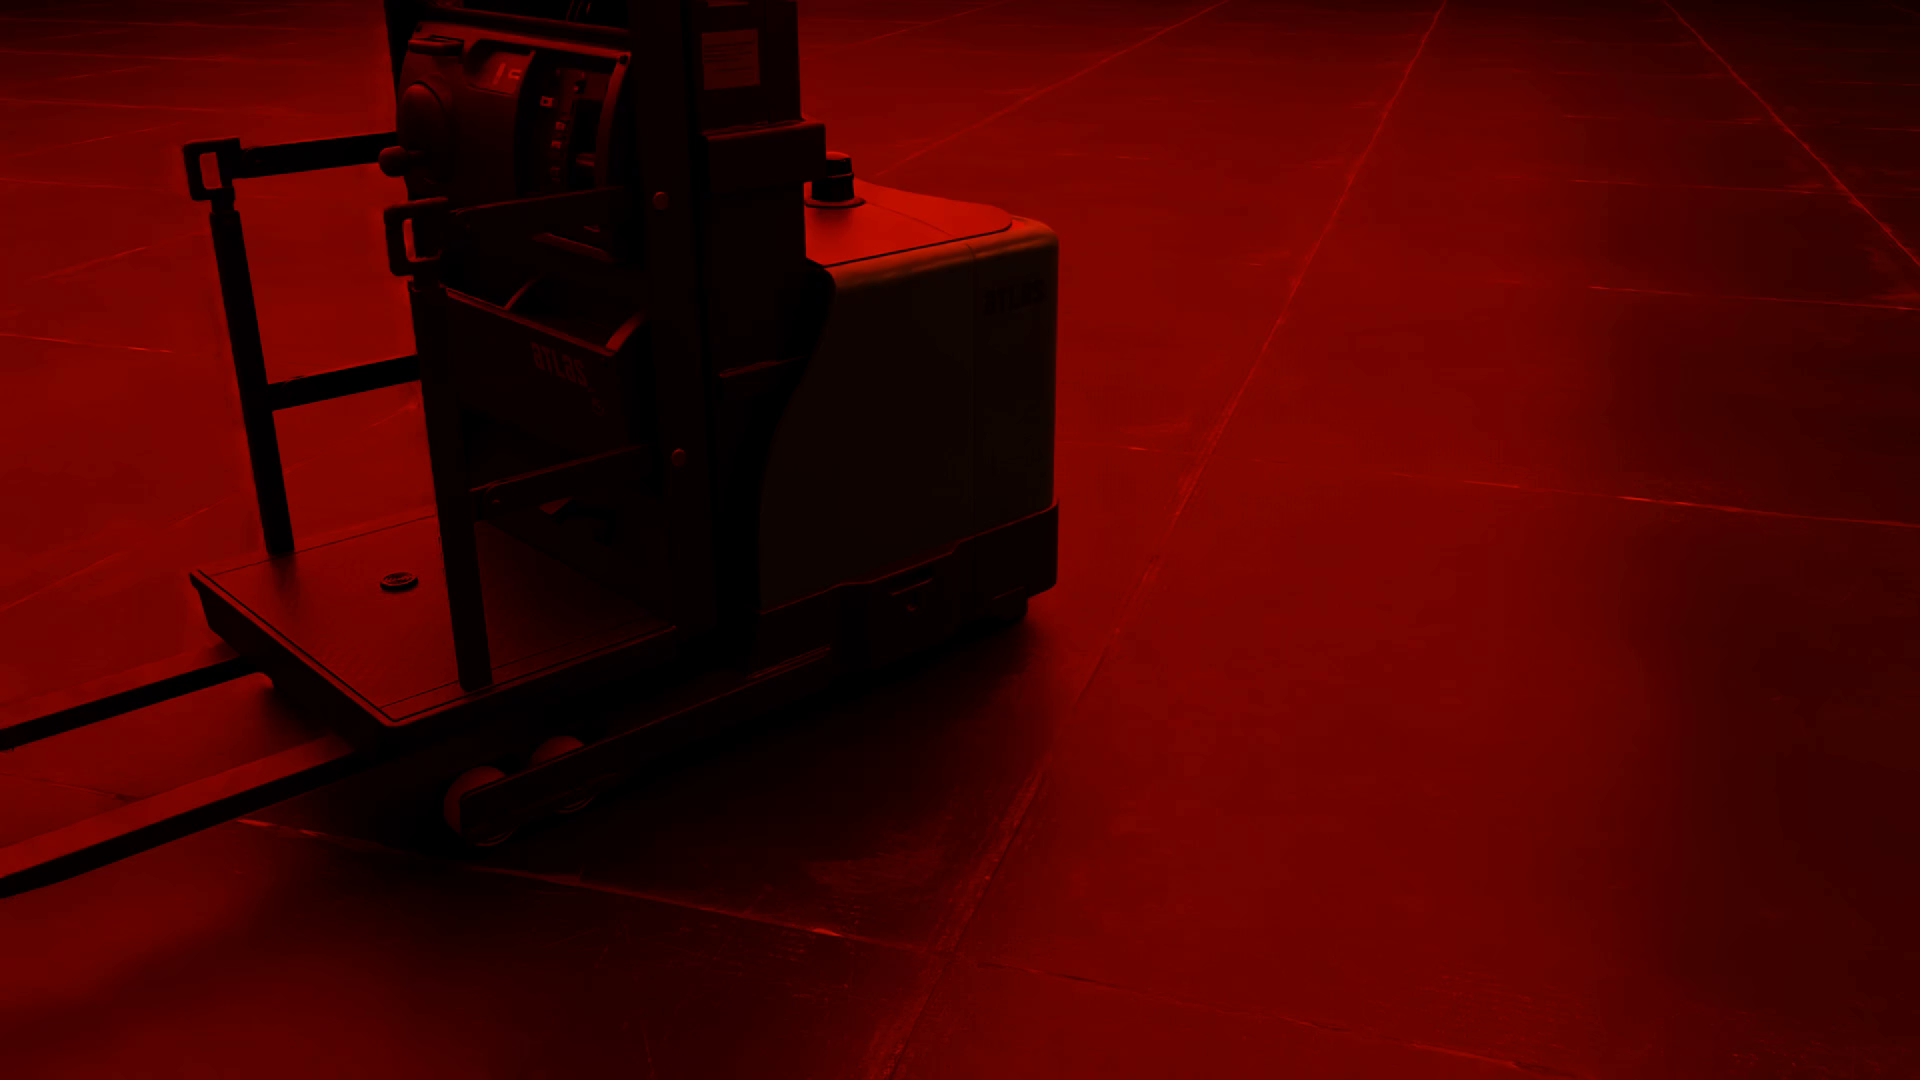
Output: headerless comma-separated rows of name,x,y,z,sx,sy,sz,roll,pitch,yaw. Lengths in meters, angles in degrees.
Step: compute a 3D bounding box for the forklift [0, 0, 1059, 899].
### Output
forklift,-1.147,-0.926,3.523,3.031,2.935,1.130,-20,30,-39
